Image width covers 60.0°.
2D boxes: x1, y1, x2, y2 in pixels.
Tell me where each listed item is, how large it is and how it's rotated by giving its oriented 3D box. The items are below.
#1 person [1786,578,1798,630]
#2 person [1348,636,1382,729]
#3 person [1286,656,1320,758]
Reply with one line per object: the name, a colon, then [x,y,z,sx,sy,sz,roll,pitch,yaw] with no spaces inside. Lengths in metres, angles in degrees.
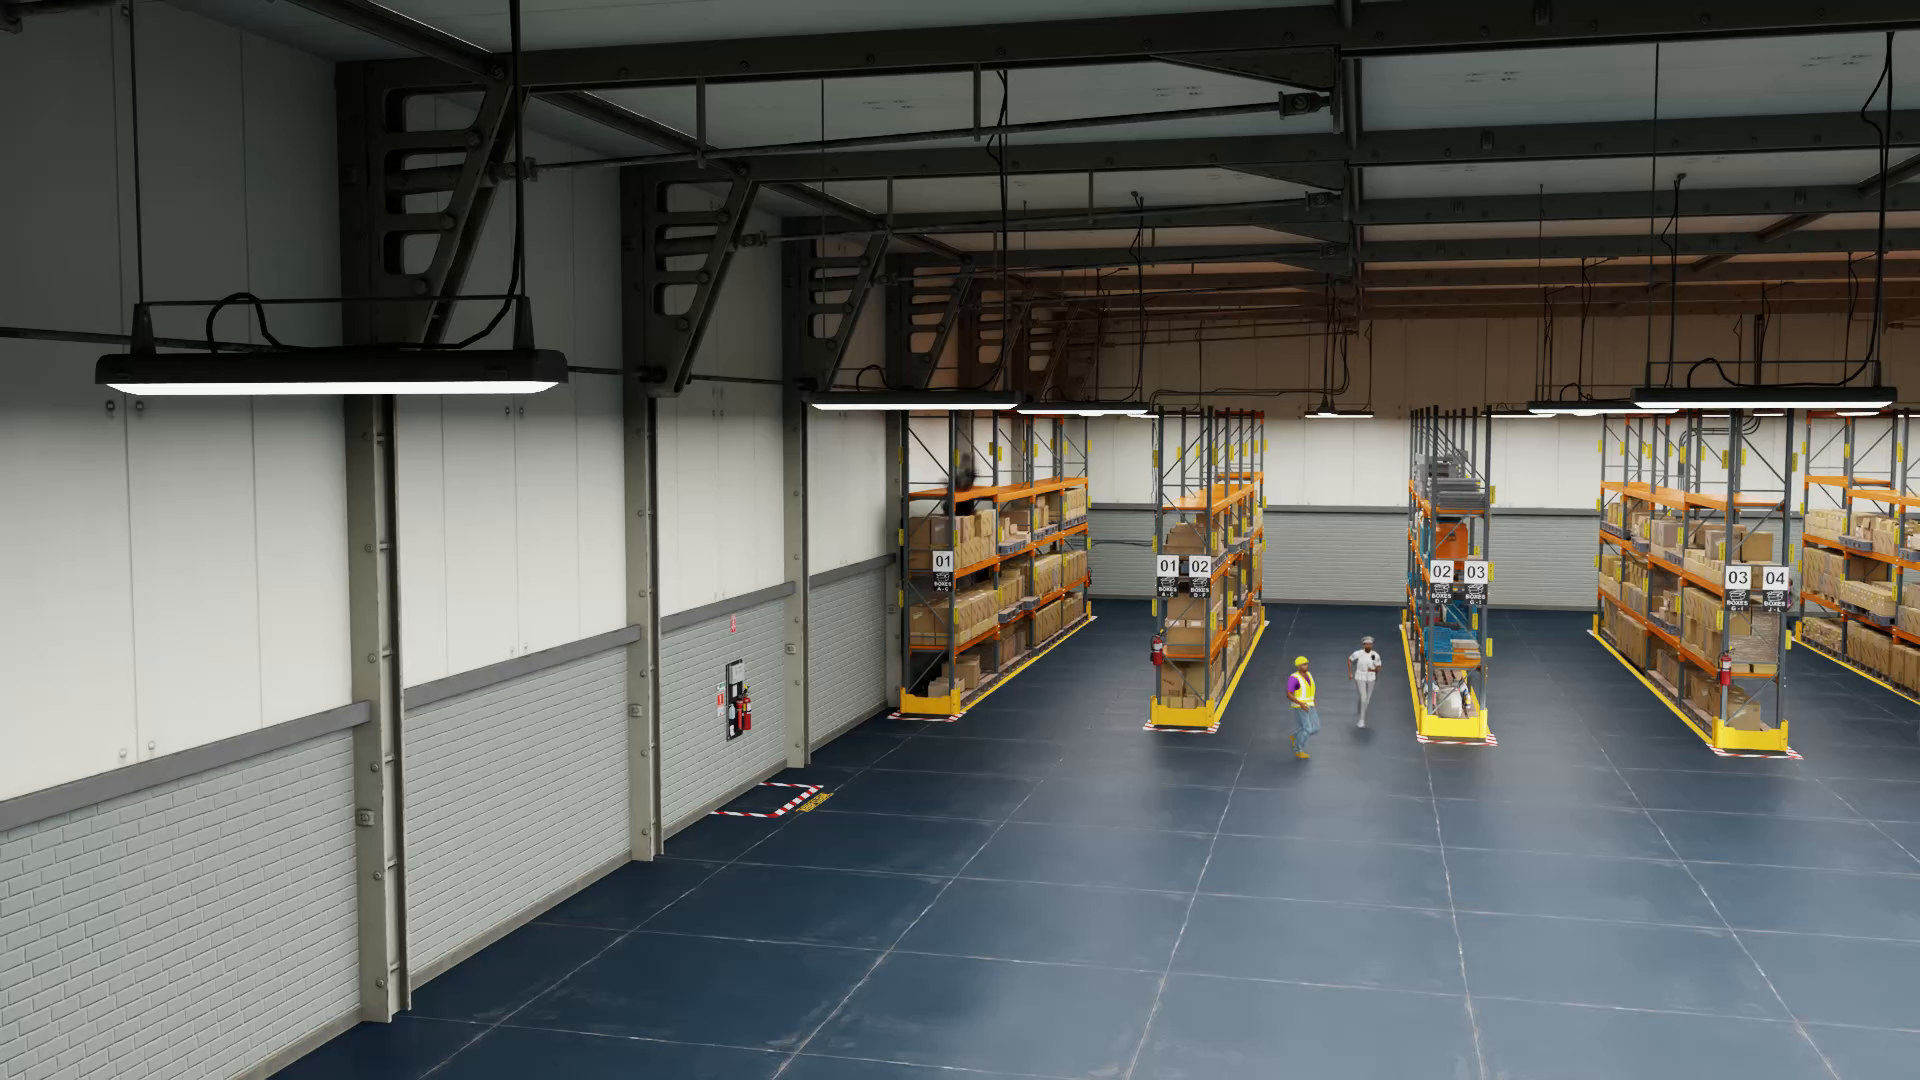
person: [22.110,1.774,44.669,0.543,1.531,0.665,1,4,18]
person: [7.588,2.657,31.162,0.566,1.736,0.695,0,4,-4]
person: [5.832,2.836,28.290,0.702,1.727,0.536,-4,6,-44]
